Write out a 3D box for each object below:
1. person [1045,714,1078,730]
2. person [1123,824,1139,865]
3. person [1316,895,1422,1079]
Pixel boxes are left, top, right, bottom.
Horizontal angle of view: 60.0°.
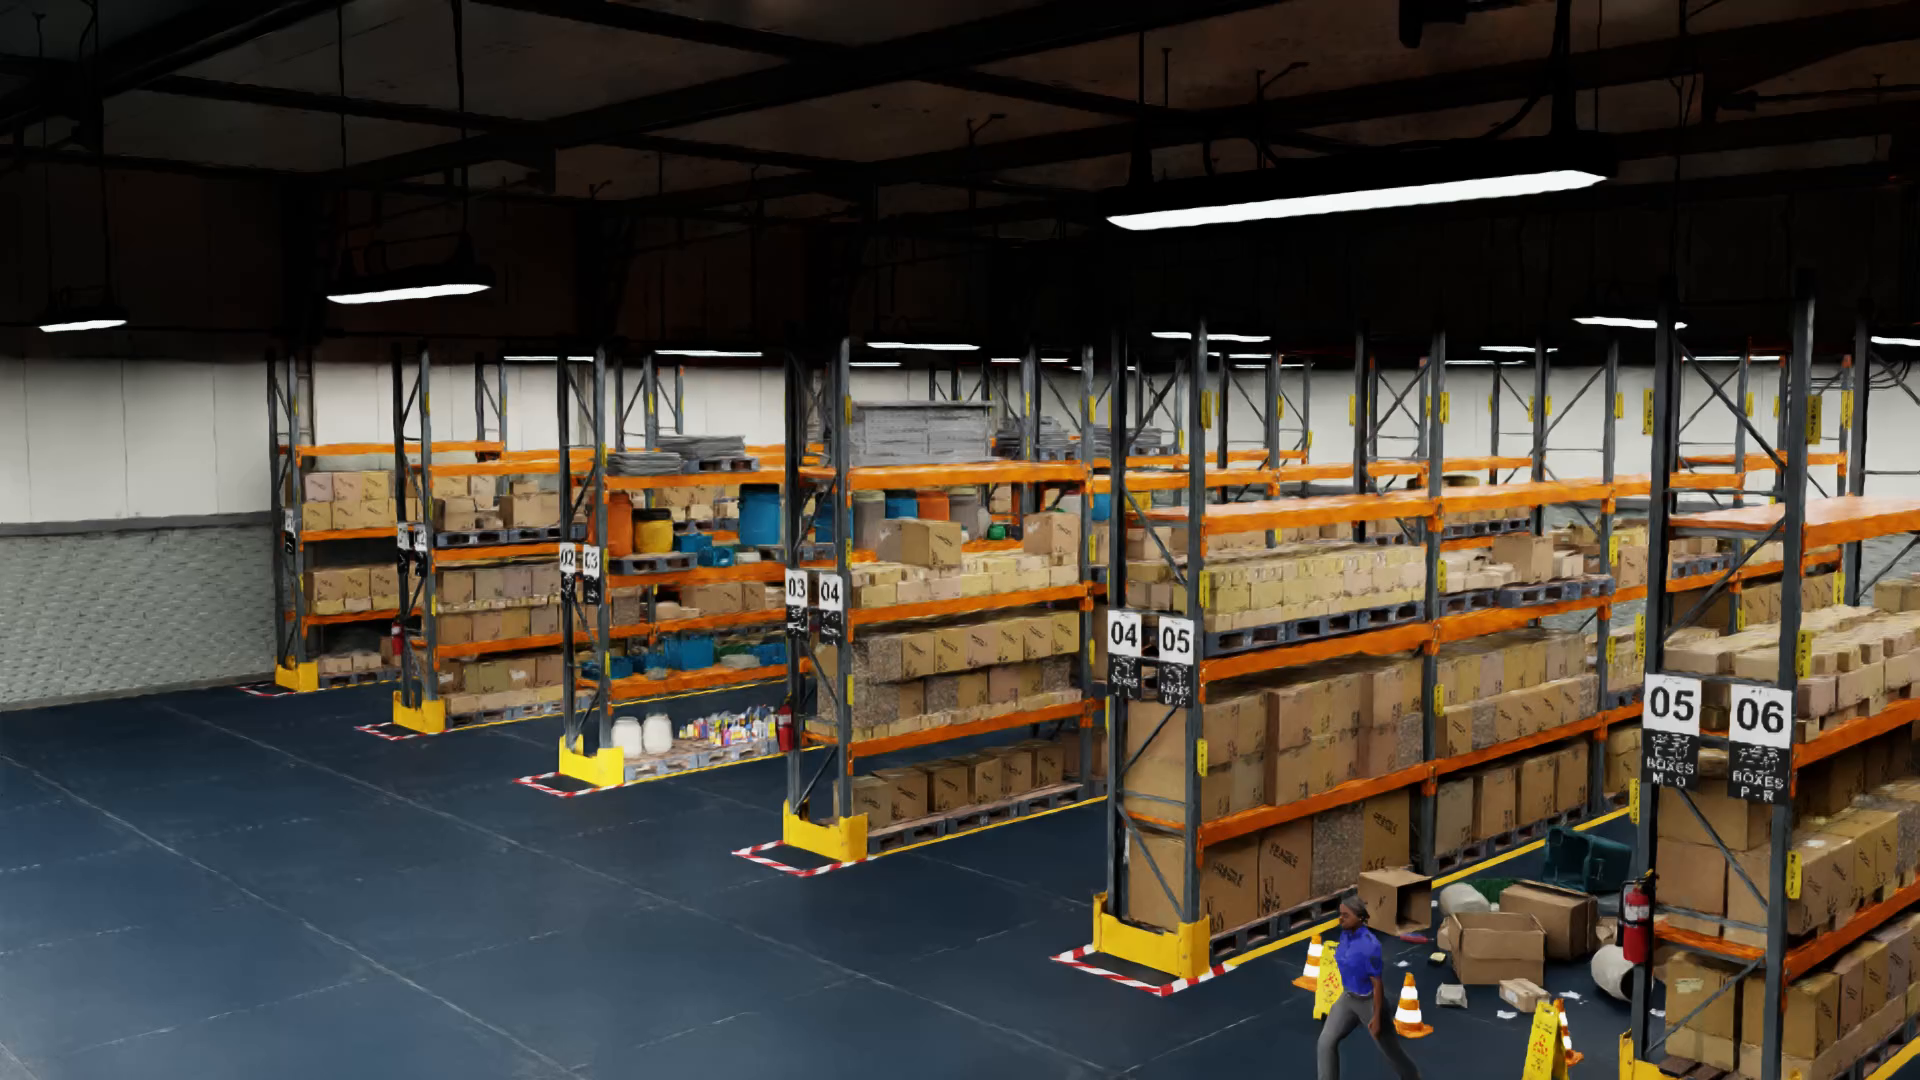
[{"bbox_3d":[1.527,2.109,25.463,0.677,1.726,0.574,5,7,44],"label":"person"},{"bbox_3d":[2.147,2.743,18.228,0.972,1.715,0.617,-2,5,-22],"label":"person"},{"bbox_3d":[2.927,3.334,11.964,0.944,1.594,0.494,-2,5,-22],"label":"person"}]
